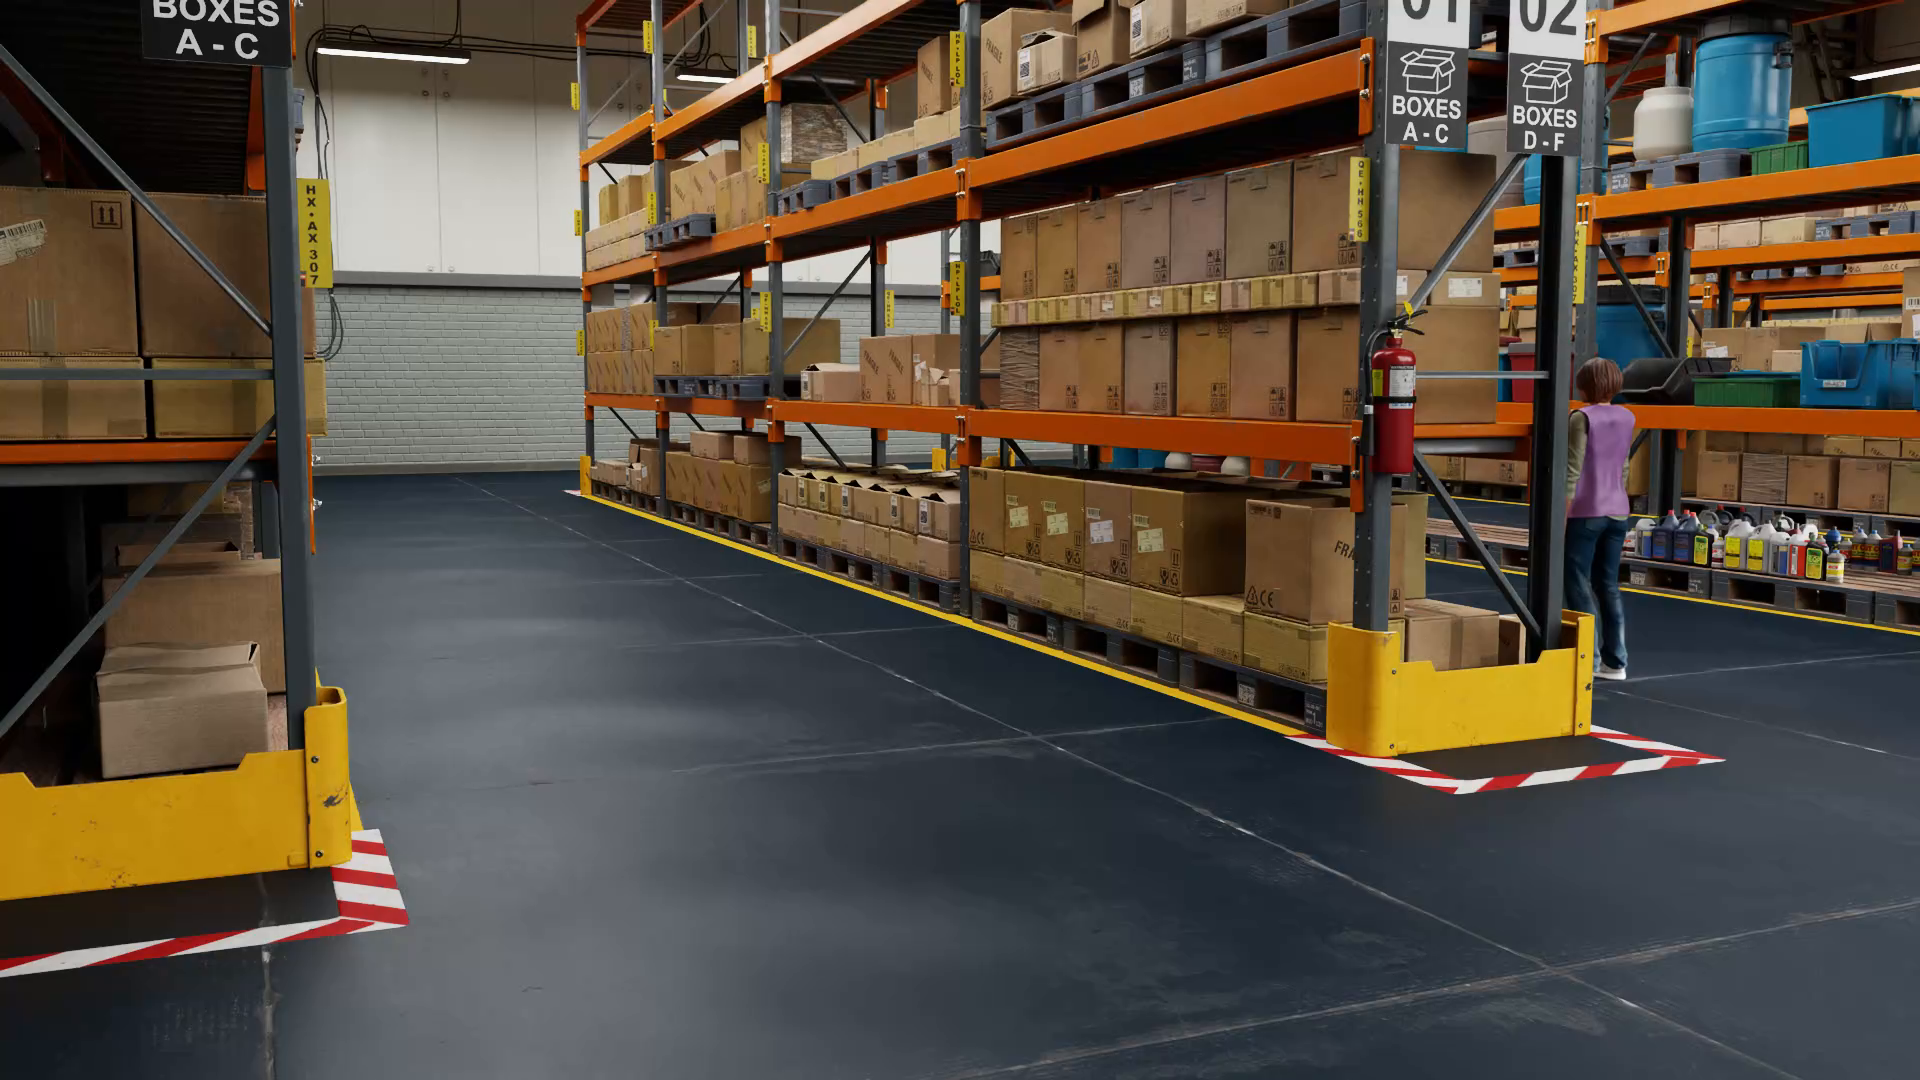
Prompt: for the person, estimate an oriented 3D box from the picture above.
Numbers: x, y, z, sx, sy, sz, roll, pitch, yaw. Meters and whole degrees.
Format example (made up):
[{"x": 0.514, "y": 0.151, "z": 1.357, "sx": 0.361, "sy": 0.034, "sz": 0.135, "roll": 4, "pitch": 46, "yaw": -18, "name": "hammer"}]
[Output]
[{"x": 3.104, "y": -0.096, "z": 8.184, "sx": 0.404, "sy": 1.600, "sz": 0.300, "roll": -2, "pitch": 6, "yaw": -23, "name": "person"}]
